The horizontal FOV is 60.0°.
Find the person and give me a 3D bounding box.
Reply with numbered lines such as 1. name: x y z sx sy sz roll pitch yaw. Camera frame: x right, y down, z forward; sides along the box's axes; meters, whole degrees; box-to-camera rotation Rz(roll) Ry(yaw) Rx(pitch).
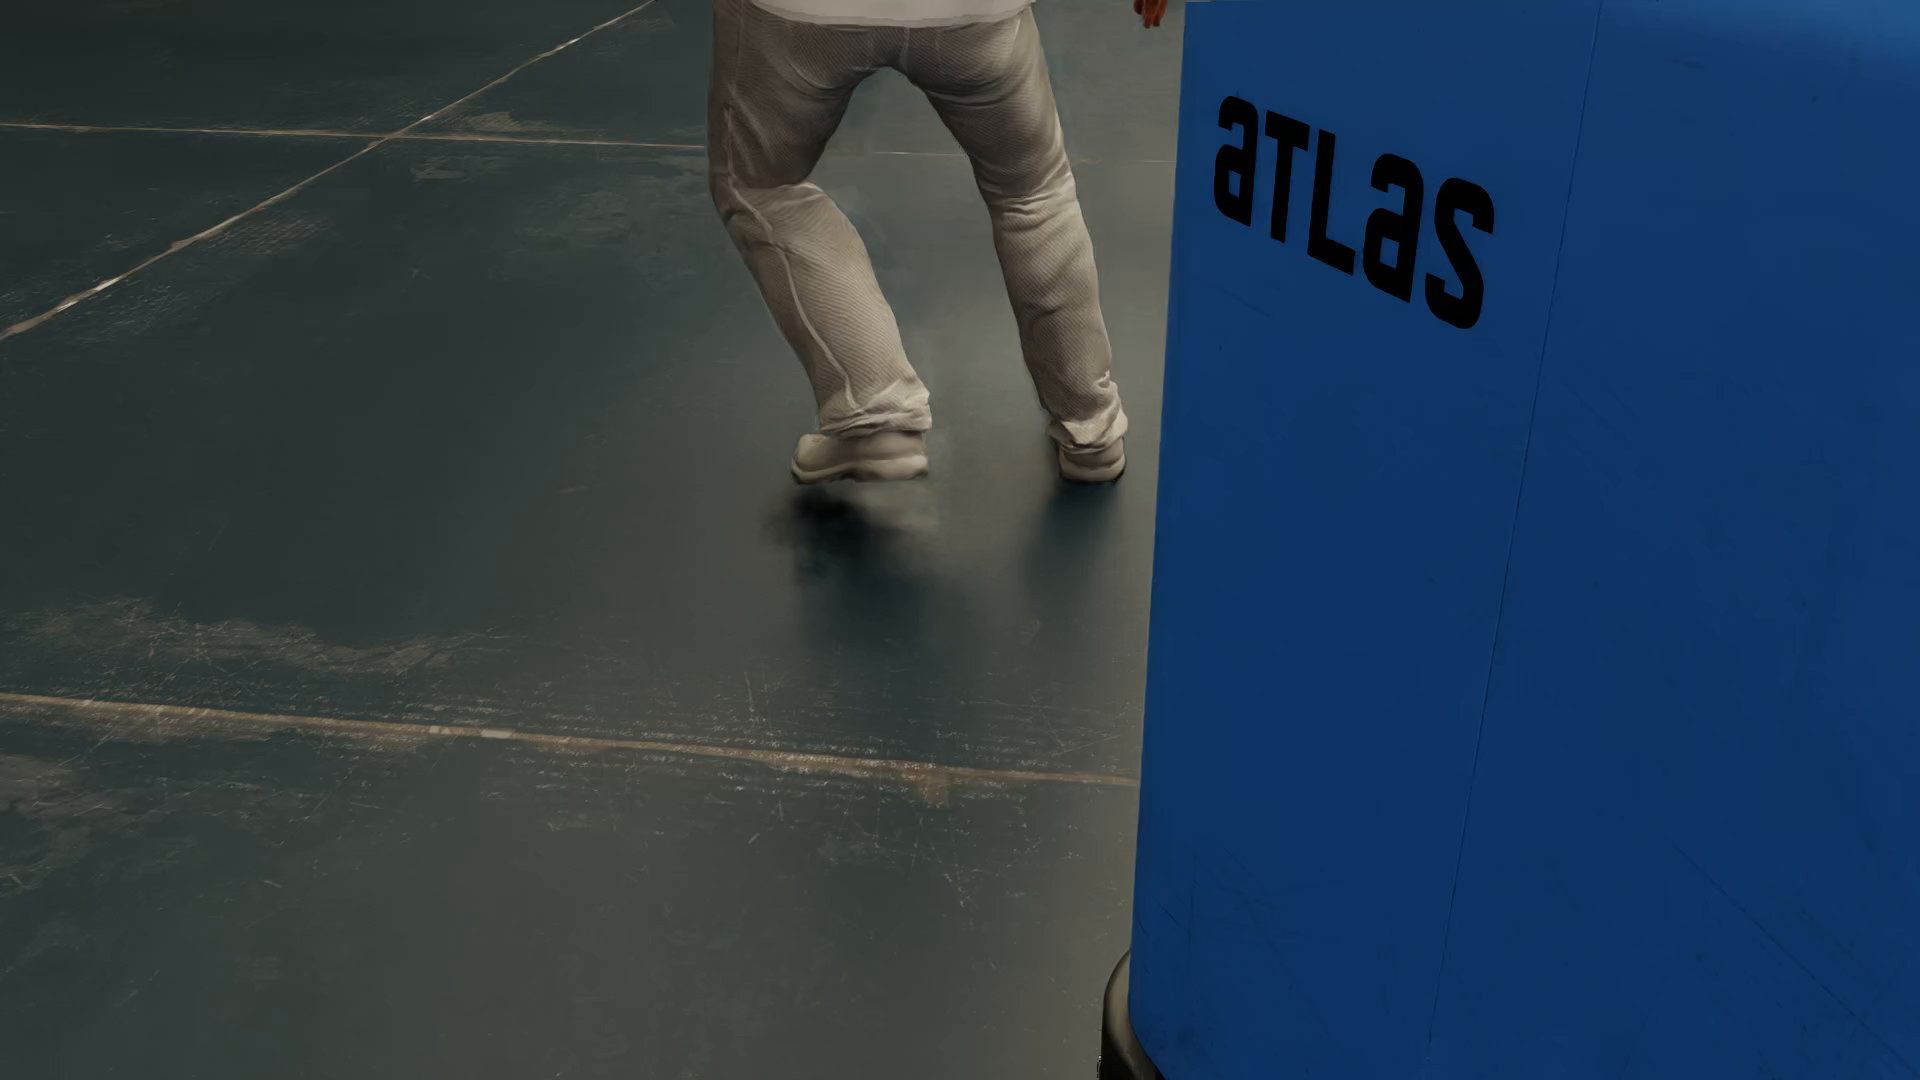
1. person: -0.030 -0.815 2.263 0.826 1.678 0.547 -7 27 -14
